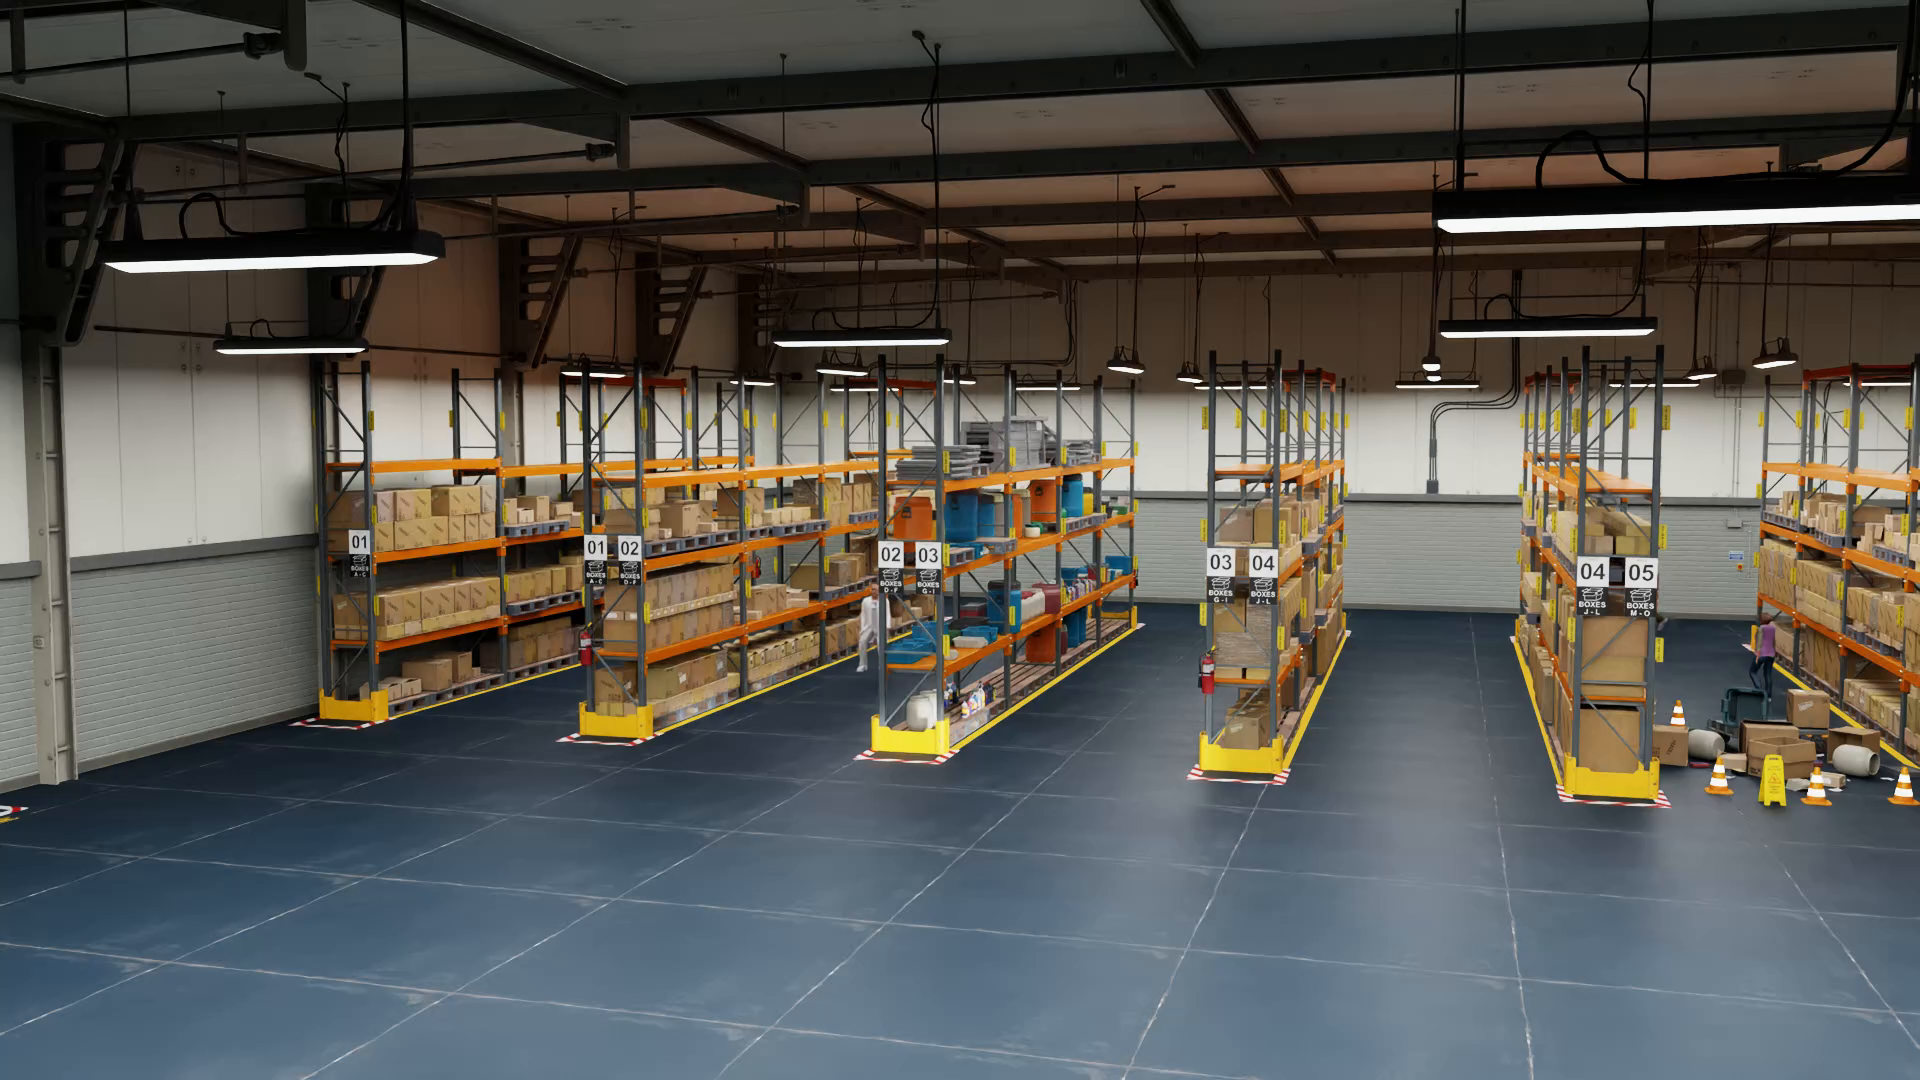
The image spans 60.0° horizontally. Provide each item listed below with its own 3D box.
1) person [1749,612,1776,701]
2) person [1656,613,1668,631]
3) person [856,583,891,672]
[{"bbox_3d":[14.359,2.092,29.671,0.446,1.612,0.372,-1,4,-19],"label":"person"},{"bbox_3d":[16.200,1.321,39.038,0.879,1.755,0.566,1,4,12],"label":"person"},{"bbox_3d":[-1.616,1.651,31.582,0.640,1.640,1.148,1,4,12],"label":"person"}]
